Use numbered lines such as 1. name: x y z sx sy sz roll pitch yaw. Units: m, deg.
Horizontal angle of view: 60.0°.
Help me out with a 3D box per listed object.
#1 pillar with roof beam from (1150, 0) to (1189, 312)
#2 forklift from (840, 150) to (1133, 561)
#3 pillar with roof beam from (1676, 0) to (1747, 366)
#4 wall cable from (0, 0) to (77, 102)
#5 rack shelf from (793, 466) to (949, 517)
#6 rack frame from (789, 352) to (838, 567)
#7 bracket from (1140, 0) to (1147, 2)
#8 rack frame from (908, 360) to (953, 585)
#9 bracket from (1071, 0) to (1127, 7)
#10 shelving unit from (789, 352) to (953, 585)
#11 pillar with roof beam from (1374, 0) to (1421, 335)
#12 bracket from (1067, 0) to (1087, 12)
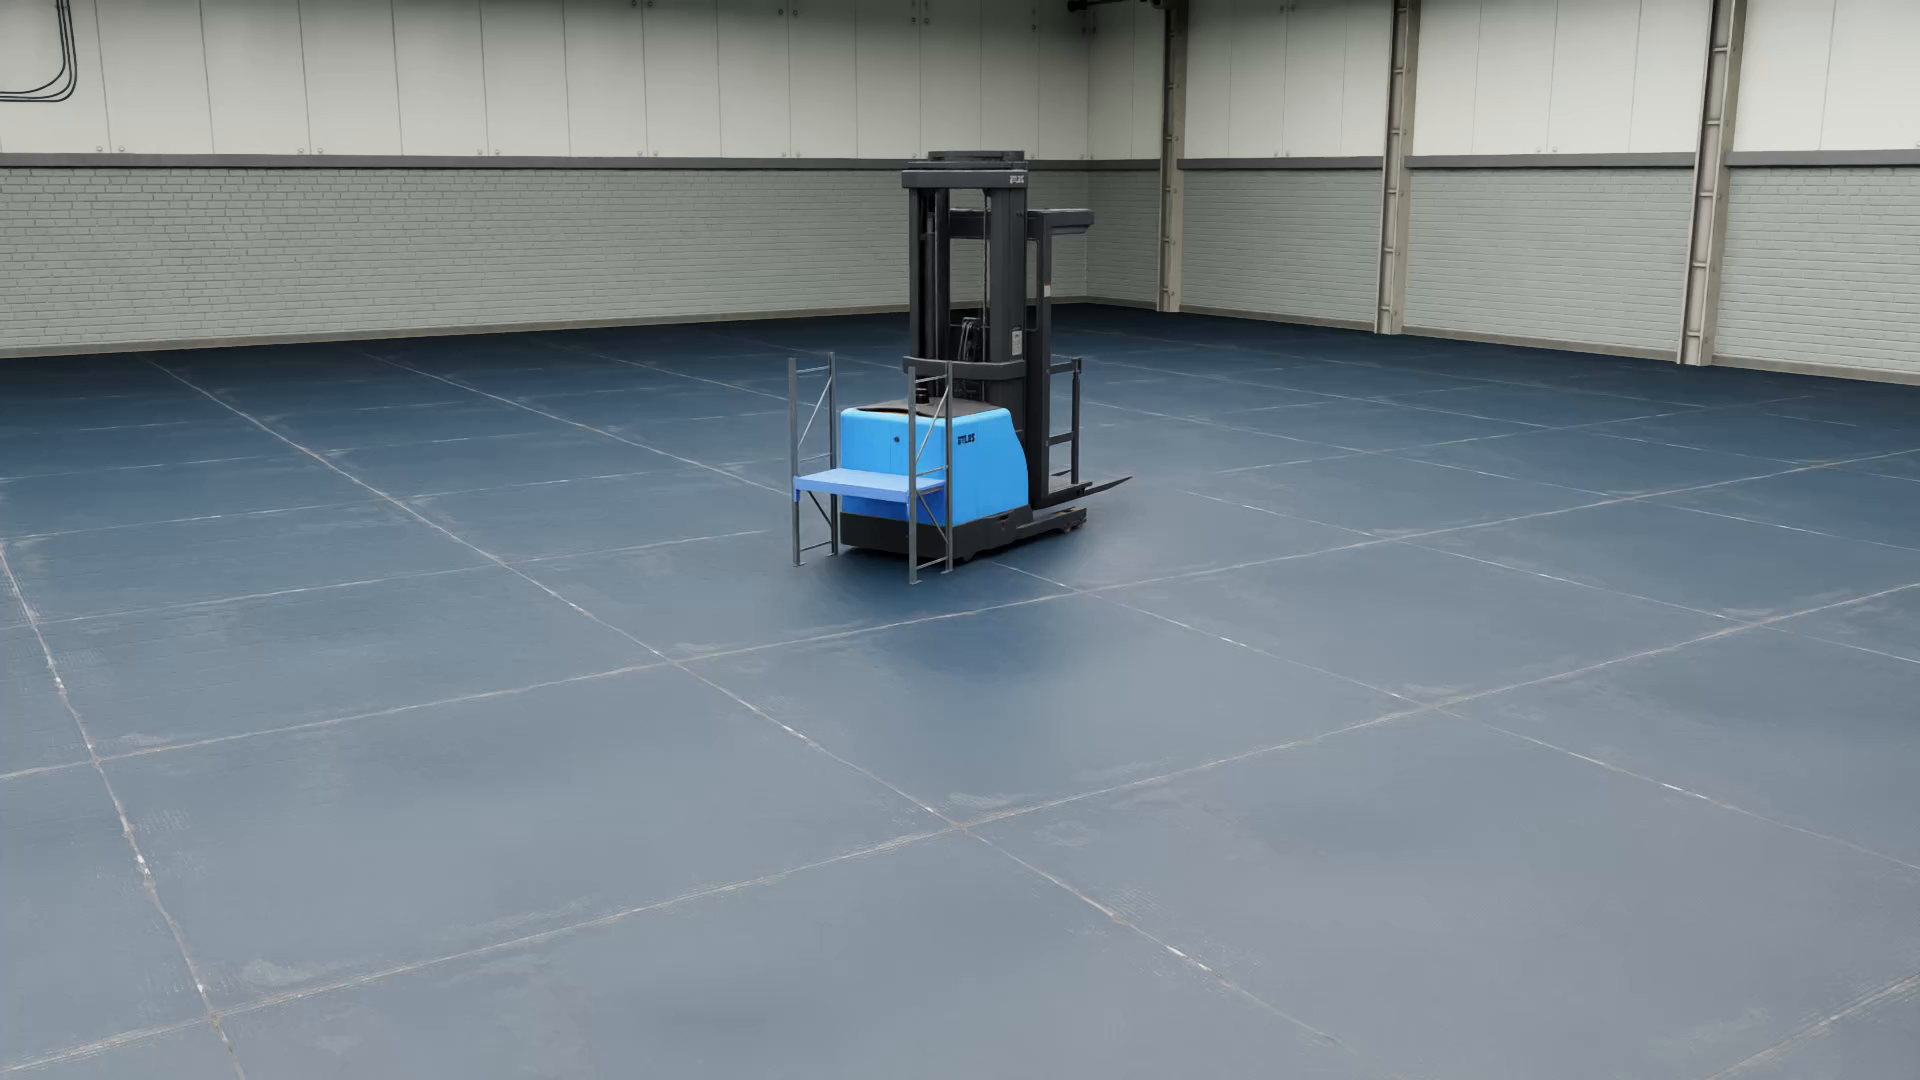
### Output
1. pillar with roof beam: 0.757 -8.650 31.354 9.100 9.000 0.548 -8 15 -33
2. forklift: 0.355 -1.542 13.050 1.130 2.935 3.031 8 15 34
3. pillar with roof beam: 7.405 -6.516 21.595 9.100 9.000 0.400 -8 15 -33
4. wall cable: -14.502 -8.894 24.508 2.305 6.003 0.169 -8 15 -33
5. rack shelf: -0.629 -0.352 11.802 1.000 0.185 0.538 8 15 32
6. rack frame: -1.056 -0.586 12.032 0.032 1.500 0.500 8 15 32
7. bracket: 3.815 -10.950 33.445 0.235 0.232 0.430 -8 15 -33
8. rack frame: -0.201 -0.469 11.495 0.032 1.500 0.500 8 15 32
9. bracket: 2.829 -11.266 34.892 0.076 0.066 3.189 -8 15 -33
10. shelving unit: -0.629 -0.528 11.764 1.048 1.500 0.538 8 15 32
11. pillar with roof beam: 4.081 -7.583 26.474 9.100 9.000 0.400 -8 15 -33
12. bracket: 2.502 -11.372 35.372 0.235 0.232 0.430 -8 15 -33
